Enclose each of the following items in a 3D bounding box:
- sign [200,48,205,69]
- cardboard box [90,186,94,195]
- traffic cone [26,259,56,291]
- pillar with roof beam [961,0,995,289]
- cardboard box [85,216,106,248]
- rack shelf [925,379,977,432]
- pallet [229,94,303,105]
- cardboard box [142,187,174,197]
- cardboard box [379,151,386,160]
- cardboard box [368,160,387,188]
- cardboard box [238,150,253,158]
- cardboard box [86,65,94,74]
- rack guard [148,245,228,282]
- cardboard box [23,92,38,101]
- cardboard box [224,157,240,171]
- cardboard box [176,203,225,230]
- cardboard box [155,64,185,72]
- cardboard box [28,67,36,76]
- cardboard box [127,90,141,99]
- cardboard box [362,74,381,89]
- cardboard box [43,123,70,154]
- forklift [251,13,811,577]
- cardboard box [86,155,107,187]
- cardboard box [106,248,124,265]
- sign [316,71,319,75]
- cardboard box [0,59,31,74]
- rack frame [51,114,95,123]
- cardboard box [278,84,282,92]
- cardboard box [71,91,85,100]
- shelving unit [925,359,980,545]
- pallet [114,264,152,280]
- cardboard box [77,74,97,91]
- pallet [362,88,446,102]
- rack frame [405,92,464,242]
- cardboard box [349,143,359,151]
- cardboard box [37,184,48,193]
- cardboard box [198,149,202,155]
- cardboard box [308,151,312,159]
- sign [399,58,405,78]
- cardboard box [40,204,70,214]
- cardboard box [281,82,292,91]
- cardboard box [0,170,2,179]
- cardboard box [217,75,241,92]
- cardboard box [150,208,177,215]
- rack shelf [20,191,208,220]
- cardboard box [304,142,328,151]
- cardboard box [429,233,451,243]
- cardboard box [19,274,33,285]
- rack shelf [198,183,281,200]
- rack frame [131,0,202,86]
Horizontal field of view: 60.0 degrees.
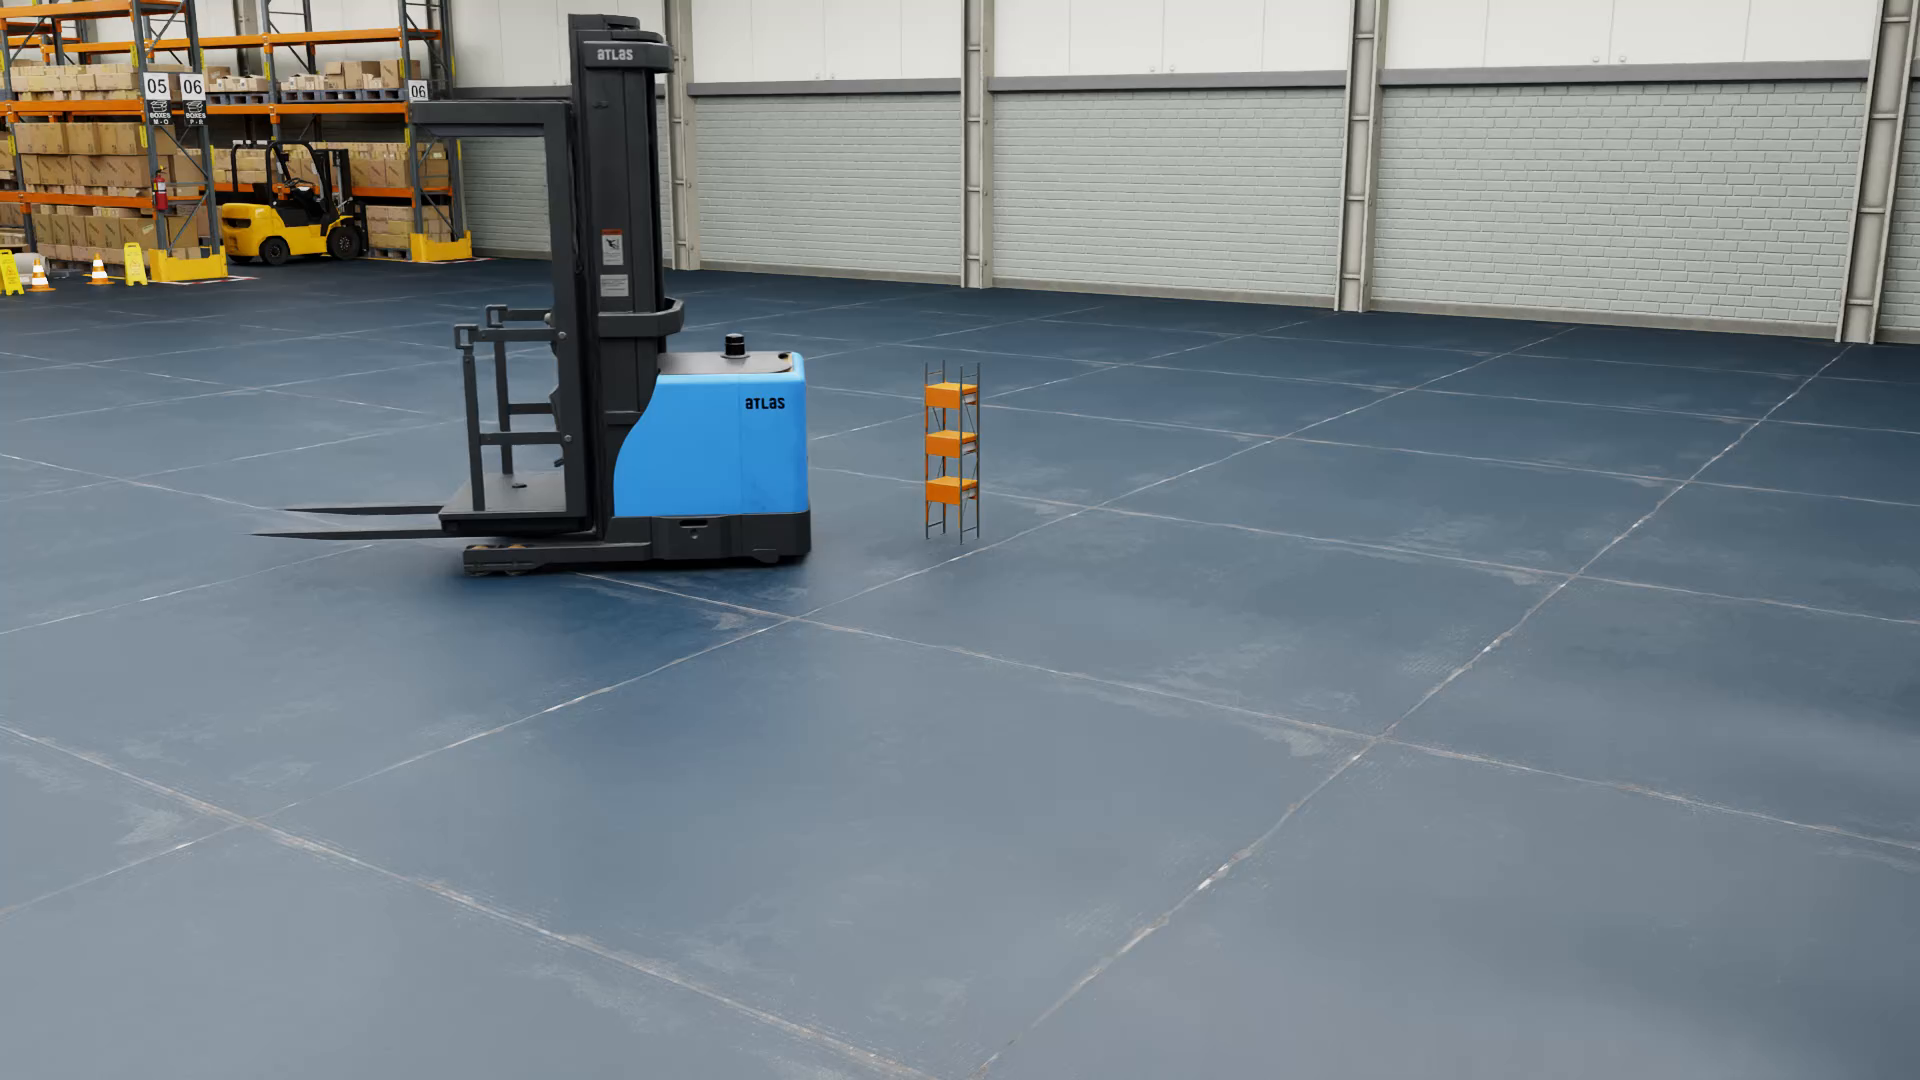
[{"bbox_3d":[-12.086,-7.663,26.477,0.005,0.325,0.100,9,17,33],"label":"sign"},{"bbox_3d":[-14.076,-5.769,27.409,0.250,0.149,0.380,9,17,33],"label":"cardboard box"},{"bbox_3d":[-13.802,-3.977,24.925,0.334,0.463,0.336,9,17,33],"label":"traffic cone"},{"bbox_3d":[-2.141,-7.383,20.919,0.400,9.000,9.100,9,17,33],"label":"pillar with roof beam"},{"bbox_3d":[-14.048,-5.102,27.478,0.500,0.500,0.500,9,16,32],"label":"cardboard box"},{"bbox_3d":[-0.044,-0.782,9.660,0.240,0.259,0.215,9,17,33],"label":"rack shelf"},{"bbox_3d":[-13.679,-8.680,32.802,1.217,0.209,0.805,8,16,31],"label":"pallet"},{"bbox_3d":[-12.818,-5.560,26.565,0.250,0.149,0.380,10,17,35],"label":"cardboard box"},{"bbox_3d":[-10.475,-7.094,30.682,0.250,0.149,0.380,10,17,34],"label":"cardboard box"},{"bbox_3d":[-10.601,-6.799,30.837,0.500,0.500,0.500,10,17,35],"label":"cardboard box"},{"bbox_3d":[-14.038,-7.650,32.924,0.250,0.149,0.380,9,16,31],"label":"cardboard box"},{"bbox_3d":[-13.831,-7.574,26.799,0.250,0.149,0.380,9,16,31],"label":"cardboard box"},{"bbox_3d":[-12.451,-4.472,26.847,0.348,0.500,1.175,9,17,33],"label":"rack guard"},{"bbox_3d":[-15.401,-7.408,27.786,0.250,0.149,0.380,9,17,33],"label":"cardboard box"},{"bbox_3d":[-14.342,-7.523,33.245,0.500,0.250,0.500,10,17,34],"label":"cardboard box"},{"bbox_3d":[-15.749,-6.703,34.725,0.625,0.625,0.875,10,17,35],"label":"cardboard box"},{"bbox_3d":[-12.569,-7.484,26.436,0.250,0.149,0.380,9,17,32],"label":"cardboard box"},{"bbox_3d":[-15.182,-7.759,27.545,0.250,0.149,0.380,9,16,31],"label":"cardboard box"},{"bbox_3d":[-12.841,-7.001,26.143,0.250,0.149,0.380,9,17,33],"label":"cardboard box"},{"bbox_3d":[-10.689,-8.393,30.440,0.258,0.266,0.396,9,17,33],"label":"cardboard box"},{"bbox_3d":[-14.650,-6.642,27.503,0.500,0.500,0.700,9,16,32],"label":"cardboard box"},{"bbox_3d":[-2.382,-1.358,9.208,3.031,2.935,1.130,-1,14,-6],"label":"forklift"},{"bbox_3d":[-13.819,-6.021,27.078,0.500,0.500,0.500,9,17,33],"label":"cardboard box"},{"bbox_3d":[-13.635,-4.670,27.293,0.500,0.250,0.500,9,17,33],"label":"cardboard box"},{"bbox_3d":[-12.632,-9.058,32.688,0.005,0.325,0.100,9,17,33],"label":"sign"},{"bbox_3d":[-16.259,-8.093,28.430,0.500,0.250,0.500,10,17,34],"label":"cardboard box"},{"bbox_3d":[-19.578,-8.274,37.006,0.127,3.000,1.000,9,17,33],"label":"rack frame"},{"bbox_3d":[-13.535,-8.941,32.897,0.250,0.149,0.380,9,17,33],"label":"cardboard box"},{"bbox_3d":[-14.140,-7.198,26.939,0.250,0.149,0.380,9,16,32],"label":"cardboard box"},{"bbox_3d":[-0.044,-0.517,9.726,0.252,1.050,0.215,9,17,33],"label":"shelving unit"},{"bbox_3d":[-13.106,-4.447,27.350,1.213,0.211,1.003,9,17,33],"label":"pallet"},{"bbox_3d":[-13.813,-7.354,26.738,0.500,0.250,0.500,10,17,34],"label":"cardboard box"},{"bbox_3d":[-10.193,-8.178,30.559,1.213,0.211,1.003,9,17,33],"label":"pallet"},{"bbox_3d":[-9.621,-6.665,30.505,0.127,3.000,1.000,9,17,33],"label":"rack frame"},{"bbox_3d":[-11.151,-7.330,31.014,0.250,0.149,0.380,10,17,34],"label":"cardboard box"},{"bbox_3d":[-15.386,-5.960,28.178,0.250,0.149,0.380,10,17,34],"label":"cardboard box"},{"bbox_3d":[-15.260,-7.875,33.834,0.250,0.149,0.380,9,17,33],"label":"cardboard box"},{"bbox_3d":[-12.212,-7.358,31.746,0.250,0.149,0.380,10,17,34],"label":"cardboard box"},{"bbox_3d":[-9.936,-8.406,29.618,0.005,0.325,0.100,9,17,33],"label":"sign"},{"bbox_3d":[-15.298,-5.598,28.131,0.250,0.149,0.380,9,17,34],"label":"cardboard box"},{"bbox_3d":[-12.737,-8.667,31.792,0.250,0.149,0.380,10,17,34],"label":"cardboard box"},{"bbox_3d":[-16.497,-6.346,28.865,0.250,0.149,0.380,9,16,31],"label":"cardboard box"},{"bbox_3d":[-14.314,-9.018,32.872,0.500,0.311,0.500,9,16,31],"label":"cardboard box"},{"bbox_3d":[-16.730,-6.742,35.145,0.500,0.500,0.500,10,17,34],"label":"cardboard box"},{"bbox_3d":[-14.048,-5.594,27.675,4.000,0.370,1.077,9,17,33],"label":"rack shelf"},{"bbox_3d":[-12.357,-7.558,31.935,0.250,0.149,0.380,9,16,32],"label":"cardboard box"},{"bbox_3d":[-9.920,-5.639,31.209,0.500,0.250,0.500,9,17,33],"label":"cardboard box"},{"bbox_3d":[-14.603,-4.064,25.930,0.380,0.149,0.250,-7,15,-25],"label":"cardboard box"},{"bbox_3d":[-14.600,-7.120,33.842,4.000,0.370,1.077,9,17,33],"label":"rack shelf"},{"bbox_3d":[-12.388,-8.587,25.784,0.127,3.000,1.000,9,17,33],"label":"rack frame"}]
